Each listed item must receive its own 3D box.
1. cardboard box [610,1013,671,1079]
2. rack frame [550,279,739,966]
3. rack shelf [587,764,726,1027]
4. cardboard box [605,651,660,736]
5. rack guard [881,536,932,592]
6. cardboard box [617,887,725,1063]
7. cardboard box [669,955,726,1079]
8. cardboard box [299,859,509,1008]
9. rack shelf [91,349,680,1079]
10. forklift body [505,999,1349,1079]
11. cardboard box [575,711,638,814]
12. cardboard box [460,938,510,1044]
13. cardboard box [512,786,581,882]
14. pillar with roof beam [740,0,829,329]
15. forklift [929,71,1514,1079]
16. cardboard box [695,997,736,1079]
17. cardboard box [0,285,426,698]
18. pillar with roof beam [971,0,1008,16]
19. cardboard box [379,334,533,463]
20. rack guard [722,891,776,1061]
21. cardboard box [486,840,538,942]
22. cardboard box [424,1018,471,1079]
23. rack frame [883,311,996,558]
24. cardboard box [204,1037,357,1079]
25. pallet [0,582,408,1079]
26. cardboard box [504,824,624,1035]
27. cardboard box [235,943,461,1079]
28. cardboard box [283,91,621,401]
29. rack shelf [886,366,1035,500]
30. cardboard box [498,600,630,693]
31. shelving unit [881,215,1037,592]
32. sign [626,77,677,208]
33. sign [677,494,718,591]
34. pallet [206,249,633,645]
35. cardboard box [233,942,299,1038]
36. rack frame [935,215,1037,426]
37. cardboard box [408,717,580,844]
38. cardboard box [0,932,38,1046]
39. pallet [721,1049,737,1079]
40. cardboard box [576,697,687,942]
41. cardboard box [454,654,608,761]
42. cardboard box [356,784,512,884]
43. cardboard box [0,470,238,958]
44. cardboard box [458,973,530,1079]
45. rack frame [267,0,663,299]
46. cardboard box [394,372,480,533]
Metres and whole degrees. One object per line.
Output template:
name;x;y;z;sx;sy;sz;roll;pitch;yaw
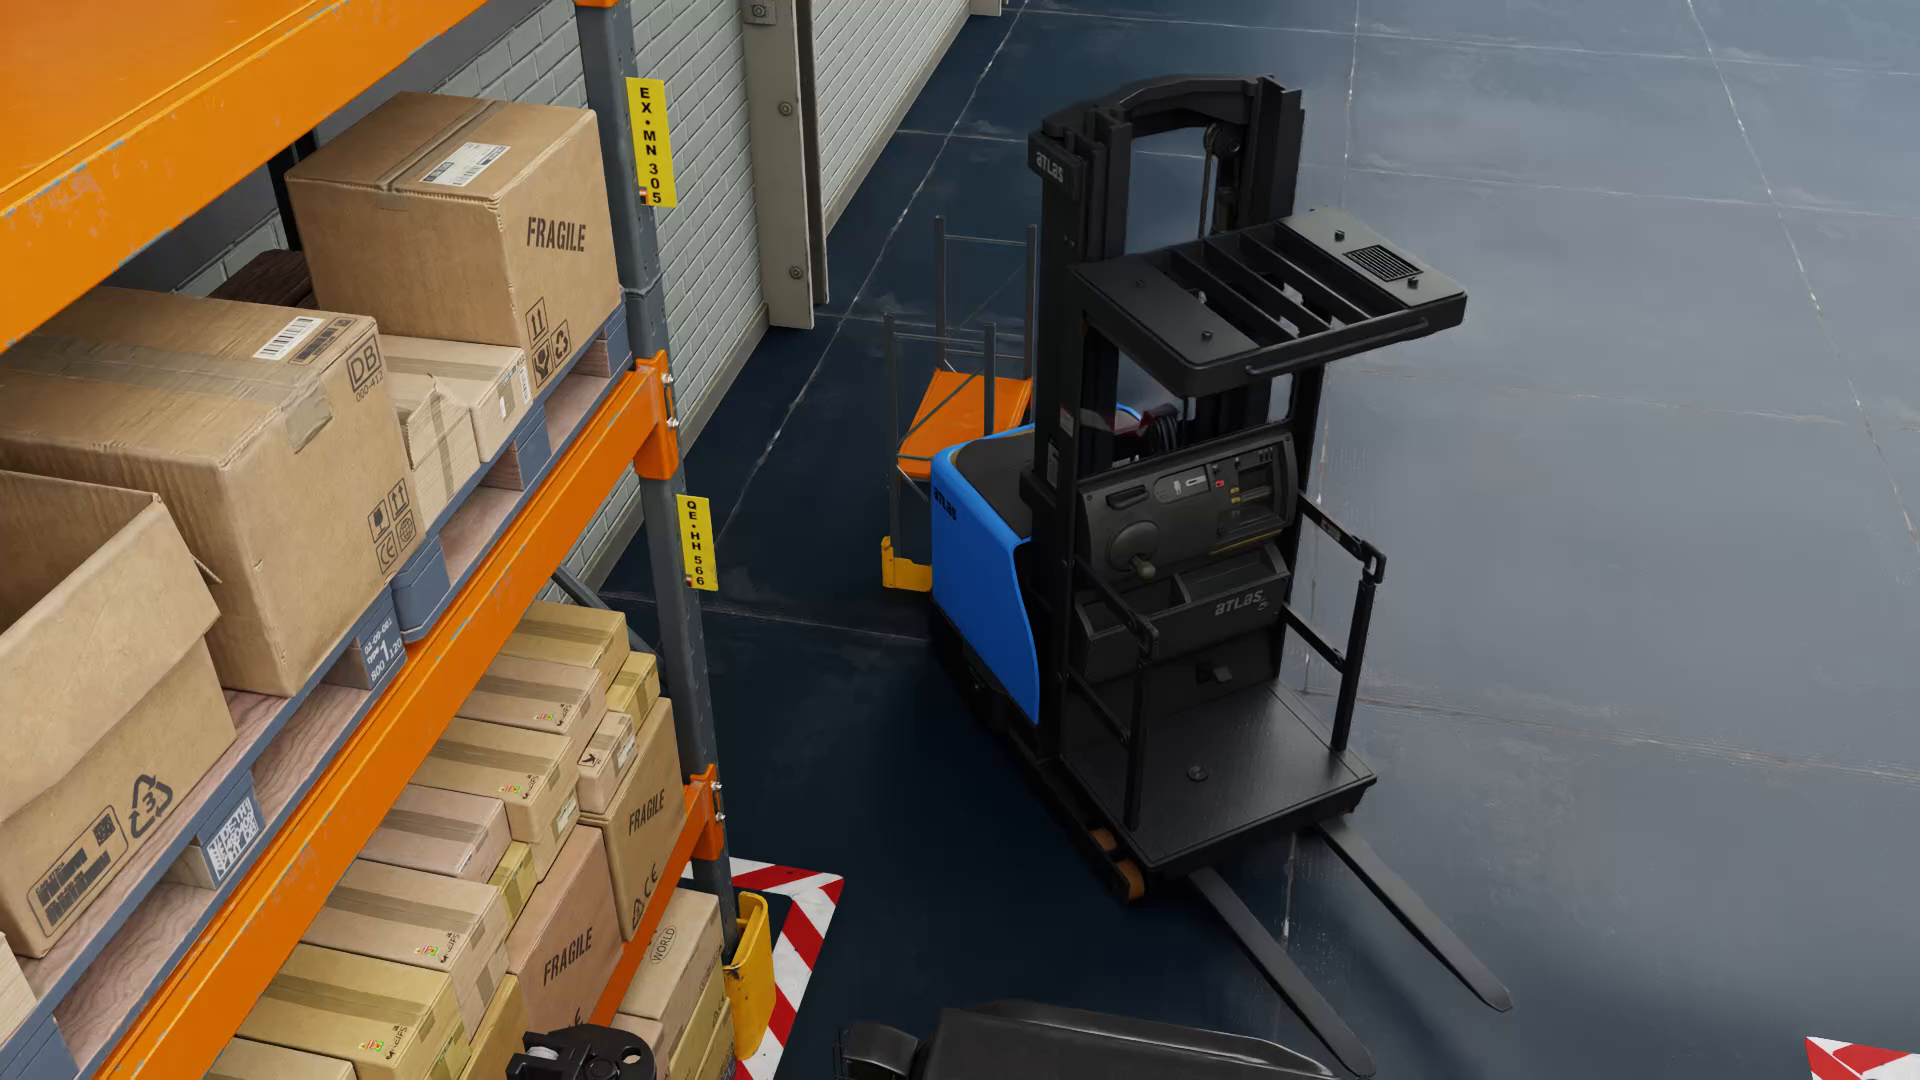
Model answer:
cardboard box;-1.178;1.634;4.843;0.500;0.250;0.500;8;37;11
rack frame;-1.281;0.499;5.276;1.000;3.000;0.127;7;37;10
rack shelf;-1.709;1.937;3.905;1.077;0.370;4.000;7;37;10
cardboard box;-1.082;0.430;4.733;0.380;0.149;0.250;8;37;11
rack guard;-0.090;0.141;8.113;0.587;0.250;0.087;7;37;10
cardboard box;-1.075;1.341;5.248;0.500;0.250;0.500;8;37;12
cardboard box;-1.080;1.558;5.374;0.500;0.250;0.500;7;36;9
cardboard box;-1.277;0.903;3.827;0.380;0.149;0.250;8;37;11
rack shelf;-1.709;0.722;3.024;1.077;0.370;4.000;7;37;10
forklift body;0.096;2.158;3.709;2.313;2.155;1.214;7;37;10
cardboard box;-1.107;0.580;4.526;0.380;0.149;0.250;8;37;11
cardboard box;-1.298;1.021;3.918;0.380;0.149;0.250;6;36;8
cardboard box;-1.223;0.721;4.331;0.380;0.149;0.250;8;37;11
pillar with roof beam;3.177;-4.544;7.122;9.100;9.000;0.400;7;37;10
forklift;0.974;-0.064;6.110;1.130;2.935;3.031;-17;39;-22
cardboard box;-1.073;1.751;5.533;0.500;0.250;0.500;8;37;10
cardboard box;-1.454;-0.108;3.028;0.700;0.500;0.500;8;37;10
pillar with roof beam;4.458;-7.984;11.868;9.100;9.000;0.400;7;37;10
cardboard box;-1.162;-0.311;3.609;0.380;0.149;0.250;6;36;9
rack guard;-1.276;1.497;6.028;1.175;0.500;0.348;7;37;10
cardboard box;-1.287;0.862;4.137;0.380;0.149;0.250;7;37;10
cardboard box;-1.332;1.168;3.714;0.380;0.149;0.250;8;37;10
rack frame;-0.090;-0.365;7.745;0.500;1.500;0.032;7;37;10
cardboard box;-1.474;1.187;3.434;0.380;0.149;0.250;8;37;11
pallet;-1.716;0.424;2.899;1.003;0.211;1.213;7;37;10
cardboard box;-1.250;1.070;4.403;0.500;0.500;0.500;8;37;11
cardboard box;-1.327;1.051;3.622;0.380;0.149;0.250;8;37;11
cardboard box;-1.138;-0.682;3.821;0.500;0.500;0.500;8;37;11
rack shelf;0.018;-0.511;8.253;0.538;0.185;1.000;7;37;10
cardboard box;-1.152;0.307;4.649;0.380;0.149;0.250;7;37;10
shelving unit;0.016;-0.651;8.140;0.587;1.500;1.083;7;37;10
sign;-0.754;-0.966;4.054;0.100;0.325;0.005;7;37;10
sign;-0.754;0.010;4.761;0.100;0.325;0.005;7;37;10
pallet;-1.458;-0.278;3.866;1.003;0.211;1.213;7;37;10
cardboard box;-1.851;1.298;4.088;0.500;0.500;0.500;7;37;10
rack frame;0.127;-0.948;8.550;0.500;1.500;0.032;7;37;10
cardboard box;-1.204;0.606;4.237;0.380;0.149;0.250;8;37;11
cardboard box;-1.522;0.609;2.240;0.396;0.266;0.258;6;36;9
pallet;-1.404;2.072;5.482;1.003;0.211;1.213;7;37;10
cardboard box;-1.130;0.774;4.812;0.500;0.500;0.500;7;36;9
cardboard box;-1.174;0.452;4.448;0.380;0.149;0.250;7;37;10
cardboard box;-1.330;0.739;4.053;0.380;0.149;0.250;8;37;10
cardboard box;-1.617;0.222;2.571;0.797;0.503;0.637;8;37;11
cardboard box;-1.359;1.364;3.997;0.500;0.500;0.500;7;36;9
rack frame;-1.281;-1.930;3.515;1.000;3.000;0.127;7;37;10
cardboard box;-1.216;-0.213;3.374;0.396;0.266;0.258;7;37;10
